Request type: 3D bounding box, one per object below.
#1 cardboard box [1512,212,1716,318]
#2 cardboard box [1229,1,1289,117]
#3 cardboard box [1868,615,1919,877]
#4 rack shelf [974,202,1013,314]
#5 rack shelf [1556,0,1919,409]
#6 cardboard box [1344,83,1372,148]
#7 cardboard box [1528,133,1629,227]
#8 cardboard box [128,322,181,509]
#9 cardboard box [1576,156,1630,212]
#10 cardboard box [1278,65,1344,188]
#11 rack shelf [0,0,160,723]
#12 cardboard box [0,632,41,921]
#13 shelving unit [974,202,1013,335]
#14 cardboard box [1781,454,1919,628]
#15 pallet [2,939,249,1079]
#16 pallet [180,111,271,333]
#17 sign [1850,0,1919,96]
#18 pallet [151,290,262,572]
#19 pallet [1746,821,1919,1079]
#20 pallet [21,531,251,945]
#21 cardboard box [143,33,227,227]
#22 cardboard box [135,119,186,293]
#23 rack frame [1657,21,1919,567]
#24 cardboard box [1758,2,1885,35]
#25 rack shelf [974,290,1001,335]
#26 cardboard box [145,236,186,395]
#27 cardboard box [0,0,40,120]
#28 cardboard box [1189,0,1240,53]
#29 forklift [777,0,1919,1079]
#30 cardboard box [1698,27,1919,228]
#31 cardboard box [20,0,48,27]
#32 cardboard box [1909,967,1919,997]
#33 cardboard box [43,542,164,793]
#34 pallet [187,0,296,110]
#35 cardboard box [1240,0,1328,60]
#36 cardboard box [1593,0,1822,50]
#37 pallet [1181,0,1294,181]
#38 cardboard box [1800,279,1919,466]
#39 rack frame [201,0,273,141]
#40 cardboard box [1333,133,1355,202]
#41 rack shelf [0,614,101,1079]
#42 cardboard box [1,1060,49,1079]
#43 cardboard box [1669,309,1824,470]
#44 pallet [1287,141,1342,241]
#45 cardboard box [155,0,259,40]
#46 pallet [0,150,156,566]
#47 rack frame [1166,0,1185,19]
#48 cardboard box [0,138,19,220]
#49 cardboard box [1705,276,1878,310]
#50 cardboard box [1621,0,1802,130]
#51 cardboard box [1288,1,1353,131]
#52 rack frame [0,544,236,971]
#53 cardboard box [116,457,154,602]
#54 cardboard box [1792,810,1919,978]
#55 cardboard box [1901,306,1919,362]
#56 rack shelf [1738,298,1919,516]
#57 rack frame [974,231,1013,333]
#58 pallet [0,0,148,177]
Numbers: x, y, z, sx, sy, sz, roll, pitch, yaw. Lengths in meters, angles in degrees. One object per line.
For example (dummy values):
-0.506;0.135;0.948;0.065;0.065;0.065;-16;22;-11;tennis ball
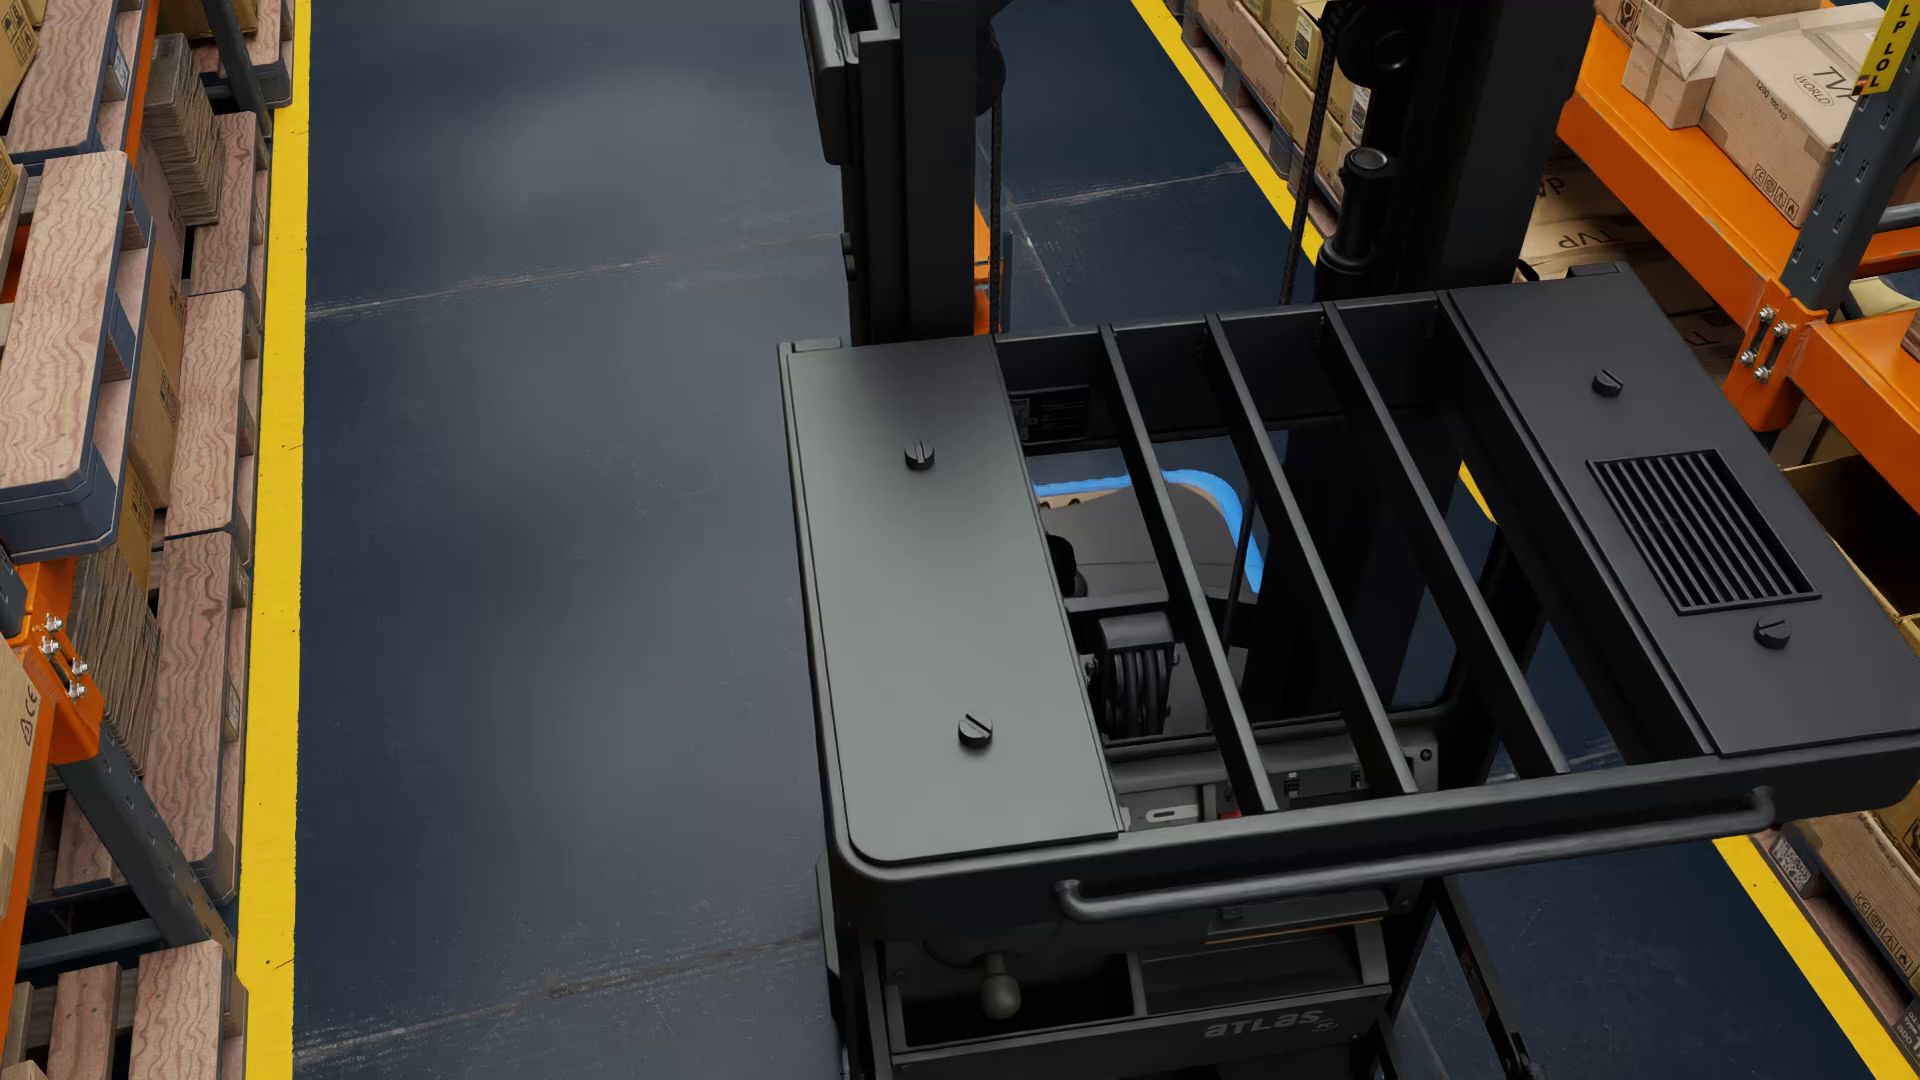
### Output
1.951;-0.766;5.139;0.500;0.311;0.500;-10;46;-9;cardboard box
1.427;-1.984;6.725;0.500;0.250;0.500;-12;47;-11;cardboard box
2.423;0.474;3.791;0.500;0.500;0.500;-11;47;-10;cardboard box
-0.042;-0.809;4.653;0.258;0.148;0.480;-11;47;-10;rack shelf
1.959;-1.929;5.544;1.077;0.370;4.000;-11;47;-10;rack shelf
1.701;-1.458;5.818;0.500;0.311;0.500;-11;47;-11;cardboard box
1.826;-1.111;5.477;0.500;0.311;0.500;-11;47;-10;cardboard box
-2.793;-0.383;4.967;0.700;0.500;0.500;-10;46;-10;cardboard box
2.350;-1.215;5.579;0.500;0.311;0.500;-12;47;-12;cardboard box
1.566;-1.626;6.374;0.500;0.250;0.500;-12;47;-11;cardboard box
-2.828;-1.020;4.653;1.077;0.370;4.000;-11;47;-10;rack shelf
-1.902;0.426;2.824;0.500;0.250;0.500;-11;47;-10;cardboard box
-0.042;-0.534;4.933;0.258;1.200;0.503;-11;47;-10;shelving unit
2.287;0.131;4.128;0.500;0.500;0.500;-11;47;-10;cardboard box
-2.110;1.542;3.591;1.003;0.211;1.213;-11;47;-10;pallet
-3.142;-1.137;6.217;1.003;0.211;1.213;-11;47;-10;pallet
1.949;-1.071;3.444;0.100;0.325;0.005;-11;47;-10;sign
-2.833;-0.297;5.393;1.003;0.211;1.213;-11;47;-10;pallet
2.634;0.733;4.384;1.003;0.211;1.213;-11;47;-10;pallet
-2.517;0.547;4.566;1.003;0.211;1.213;-11;47;-10;pallet
-3.106;-1.445;6.008;0.700;0.500;0.500;-10;46;-10;cardboard box
-3.086;-1.068;5.638;0.700;0.500;0.500;-11;47;-10;cardboard box
2.471;-0.800;3.933;1.000;3.000;0.127;-11;47;-10;rack frame
2.442;-1.361;4.659;0.380;0.149;0.250;-11;47;-10;cardboard box
-0.042;-0.644;4.822;0.258;0.148;0.480;-11;47;-10;rack shelf
-2.932;-0.730;5.307;0.700;0.500;0.500;-11;47;-11;cardboard box
-2.749;-1.274;4.020;0.700;0.500;0.500;-5;46;-5;cardboard box
1.298;-2.331;7.065;0.500;0.250;0.500;-11;47;-10;cardboard box
0.361;0.638;2.572;1.130;2.935;3.031;-6;46;-6;forklift
2.303;-1.079;4.312;0.500;0.250;0.500;-8;46;-8;cardboard box
-2.870;-1.663;4.402;0.700;0.500;0.500;-11;47;-10;cardboard box
2.543;1.084;3.719;0.500;0.250;0.500;-11;47;-10;cardboard box
-2.521;0.324;4.274;0.700;0.500;0.500;-9;46;-9;cardboard box
-3.469;-2.235;7.293;1.003;0.211;1.213;-11;47;-10;pallet
1.440;-2.166;6.511;0.500;0.311;0.500;-12;47;-11;cardboard box
2.156;-1.732;4.777;0.500;0.500;0.500;-8;46;-7;cardboard box
1.620;-2.010;7.072;1.003;0.211;1.213;-11;47;-10;pallet
2.606;-0.511;4.890;0.500;0.311;0.500;-11;47;-10;cardboard box
-3.340;-2.653;5.750;1.000;3.000;0.127;-11;47;-10;rack frame
1.697;-1.272;6.027;0.500;0.250;0.500;-10;46;-10;cardboard box
-1.804;1.741;1.947;1.077;0.370;4.000;-11;47;-10;rack shelf
-2.150;1.310;3.542;0.380;0.166;0.250;-16;48;-15;cardboard box
2.091;-0.408;4.788;0.500;0.311;0.500;-11;47;-10;cardboard box
1.929;-1.169;6.248;1.003;0.211;1.213;-11;47;-10;pallet
-3.402;-2.579;6.889;0.750;0.750;0.750;-11;47;-11;cardboard box
-2.371;-0.379;3.655;1.003;0.211;1.213;-11;47;-10;pallet
1.447;-3.561;6.640;1.000;3.000;0.127;-11;47;-10;rack frame
-2.550;-0.825;3.580;0.700;0.500;0.500;-6;46;-6;cardboard box
2.483;-0.858;5.229;0.500;0.311;0.500;-11;47;-11;cardboard box
2.069;-1.326;4.543;0.396;0.266;0.258;-12;47;-11;cardboard box
1.569;-1.813;6.165;0.500;0.311;0.500;-12;47;-11;cardboard box
-2.316;0.109;3.043;1.000;3.000;0.127;-11;47;-10;rack frame
-2.702;-0.023;4.615;0.700;0.500;0.500;-12;47;-11;cardboard box
2.420;0.737;4.058;0.500;0.250;0.500;-11;47;-10;cardboard box
2.591;-0.529;3.599;0.700;0.500;0.500;-12;47;-11;cardboard box
2.983;0.833;2.837;1.077;0.370;4.000;-11;47;-10;rack shelf
0.020;-0.366;4.768;0.240;1.200;0.015;-11;47;-10;rack frame
-2.794;-1.227;4.486;1.003;0.211;1.213;-11;47;-10;pallet
